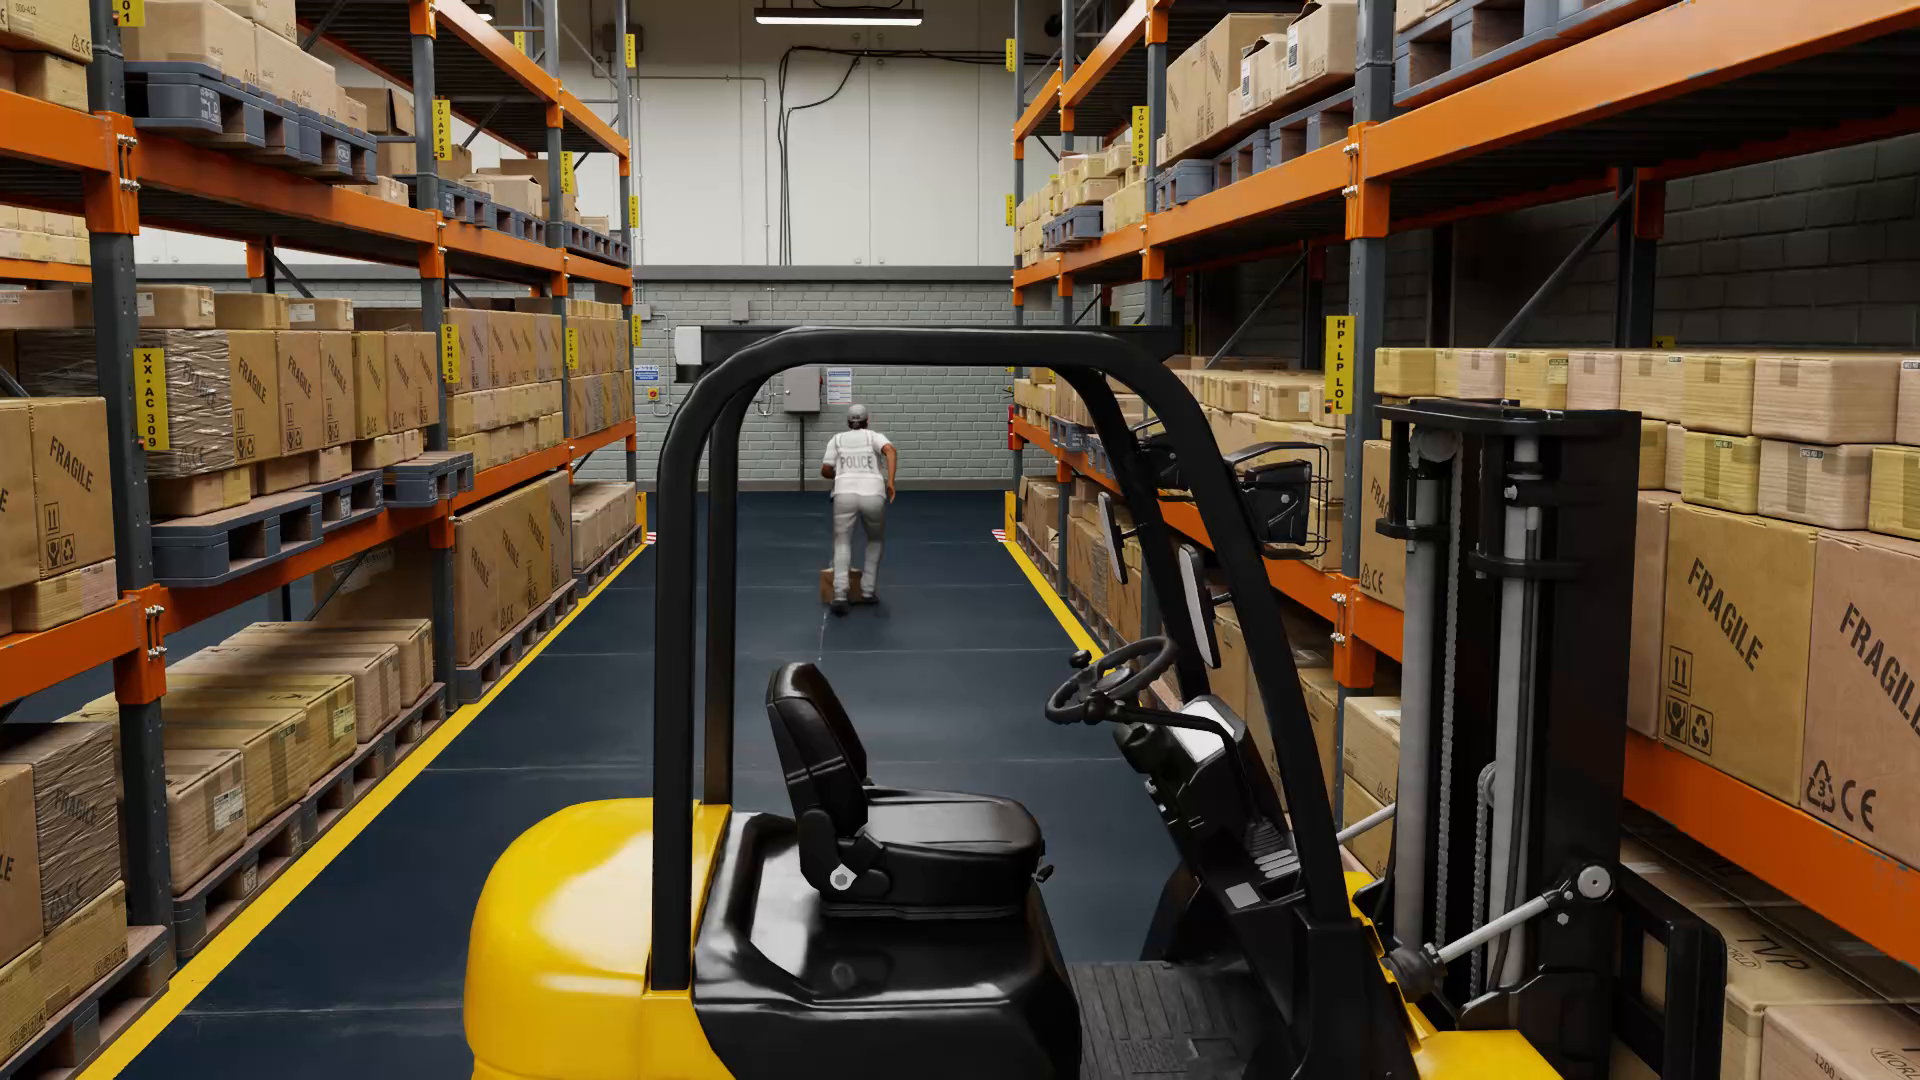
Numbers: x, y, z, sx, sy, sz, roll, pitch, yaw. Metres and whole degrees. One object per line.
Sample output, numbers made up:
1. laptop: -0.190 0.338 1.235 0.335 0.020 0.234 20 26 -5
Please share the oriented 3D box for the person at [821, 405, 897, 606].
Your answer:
1. person: -0.803 -0.264 13.243 0.594 1.606 0.917 -1 7 -6
